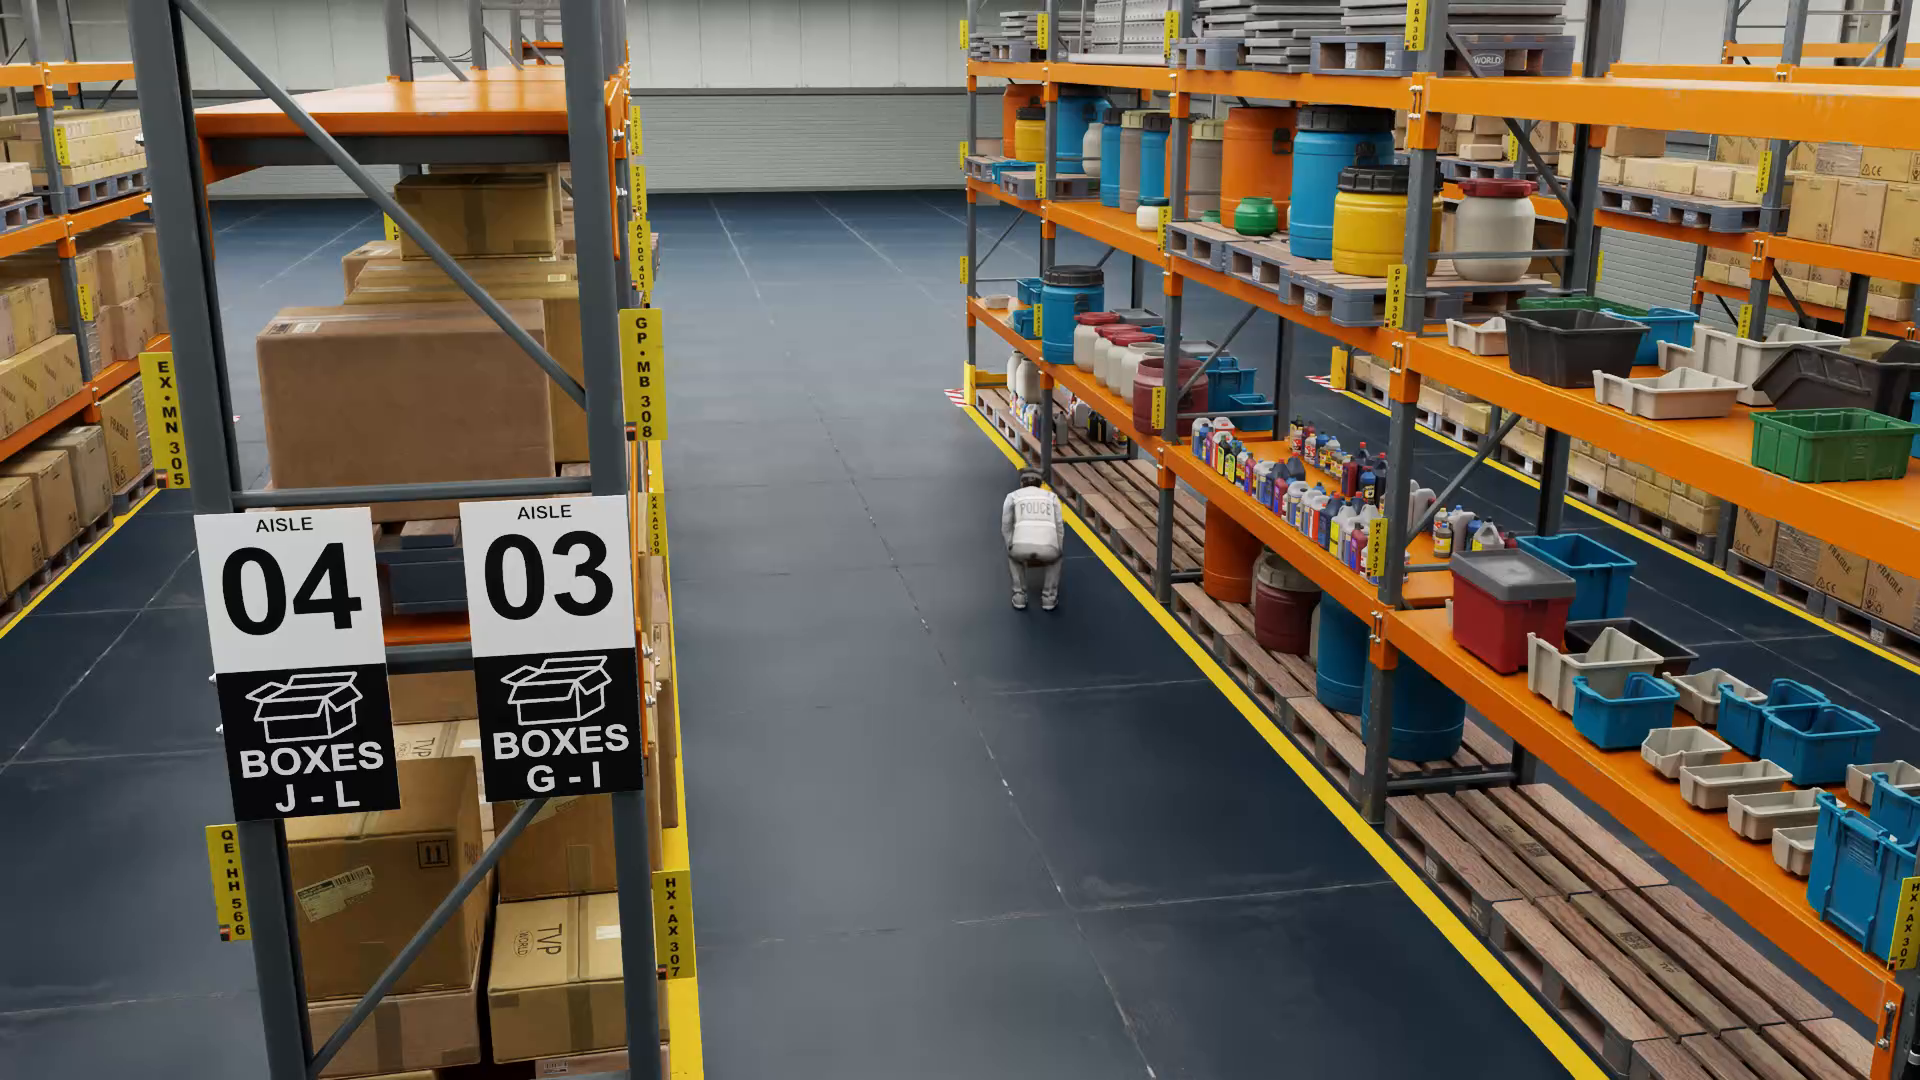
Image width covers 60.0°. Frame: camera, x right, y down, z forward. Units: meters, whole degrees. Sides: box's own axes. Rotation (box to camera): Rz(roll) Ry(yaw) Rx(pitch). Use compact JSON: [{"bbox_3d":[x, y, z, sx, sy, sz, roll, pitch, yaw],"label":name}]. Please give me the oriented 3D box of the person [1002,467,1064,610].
[{"bbox_3d":[0.568,-0.015,13.172,0.501,1.054,0.818,2,17,6],"label":"person"}]
